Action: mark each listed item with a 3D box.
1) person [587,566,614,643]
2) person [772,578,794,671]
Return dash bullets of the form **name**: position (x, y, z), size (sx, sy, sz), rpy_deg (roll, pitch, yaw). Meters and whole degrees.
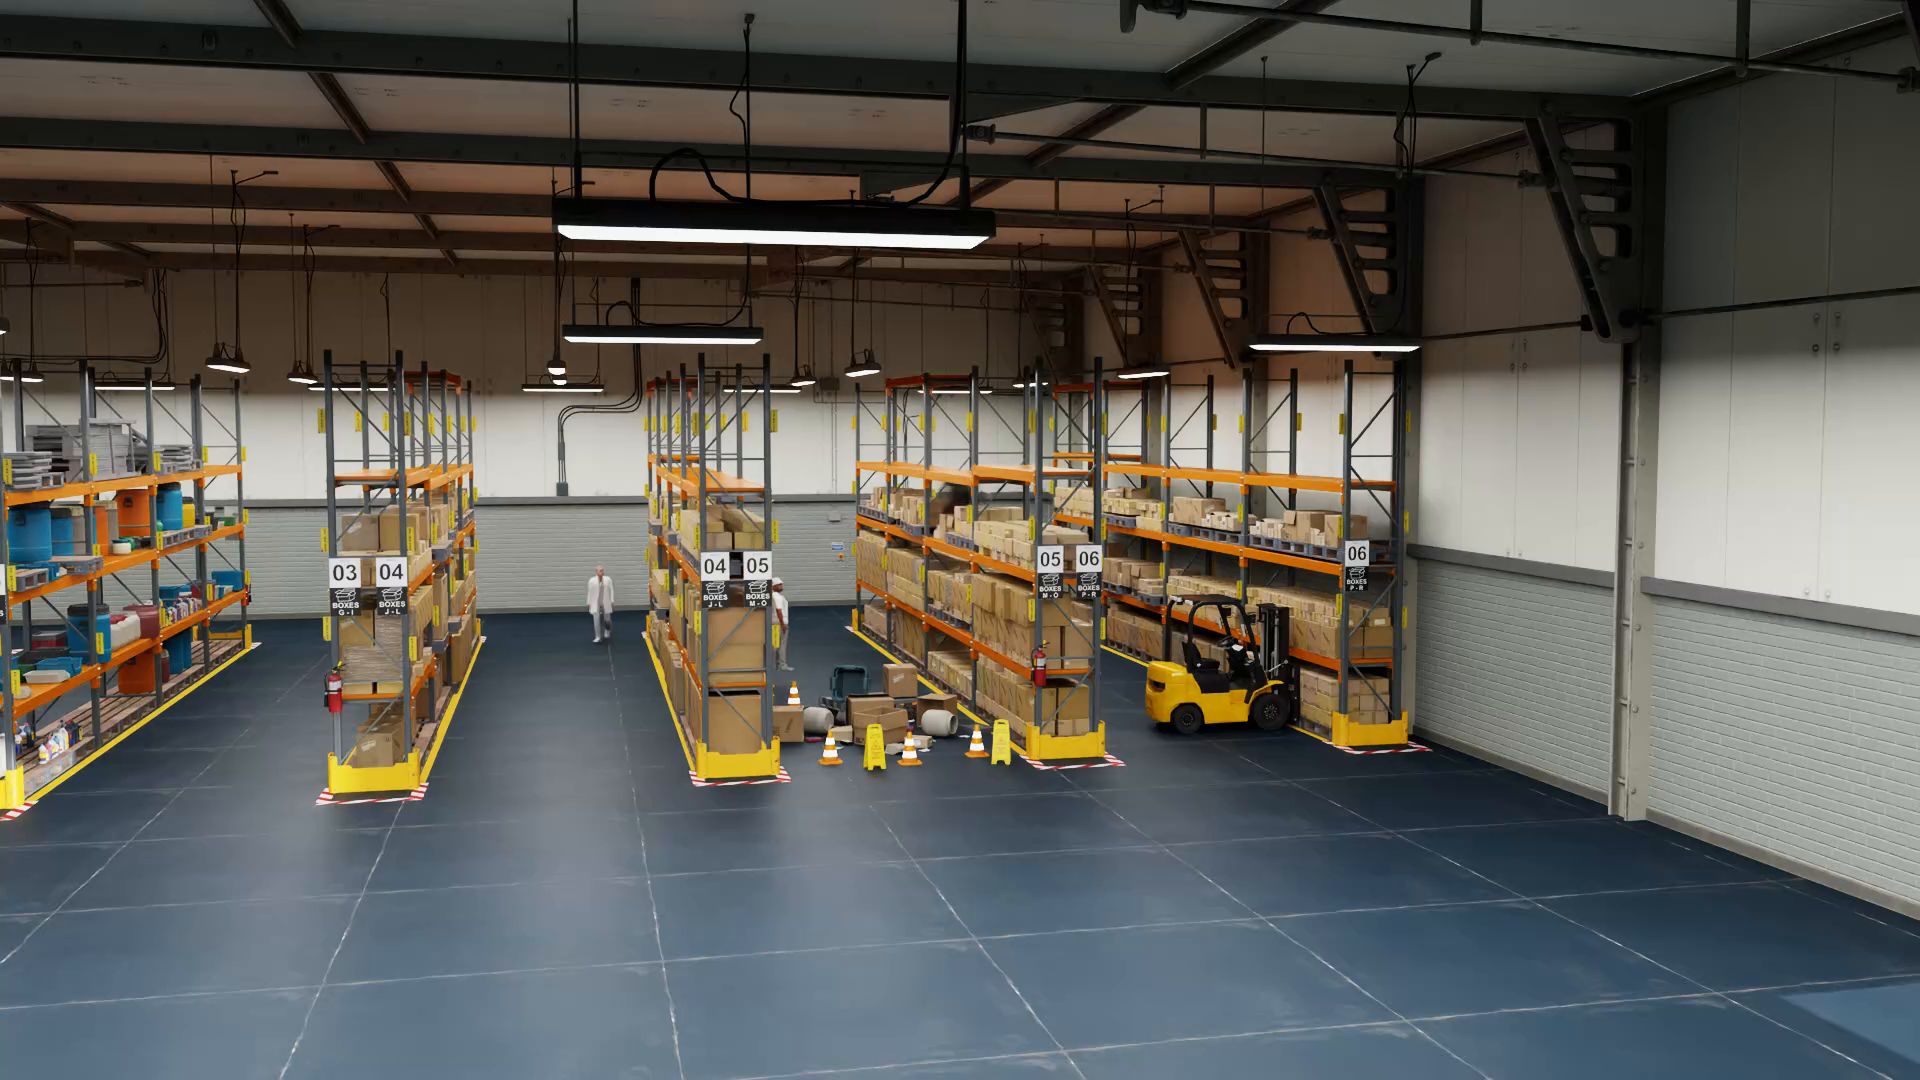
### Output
- **person**: position (-8.255, 1.460, 38.176), size (0.603, 1.755, 0.661), rpy_deg (0, 4, -6)
- **person**: position (-3.455, 1.607, 31.871), size (0.446, 1.772, 0.633), rpy_deg (-3, 5, -38)
